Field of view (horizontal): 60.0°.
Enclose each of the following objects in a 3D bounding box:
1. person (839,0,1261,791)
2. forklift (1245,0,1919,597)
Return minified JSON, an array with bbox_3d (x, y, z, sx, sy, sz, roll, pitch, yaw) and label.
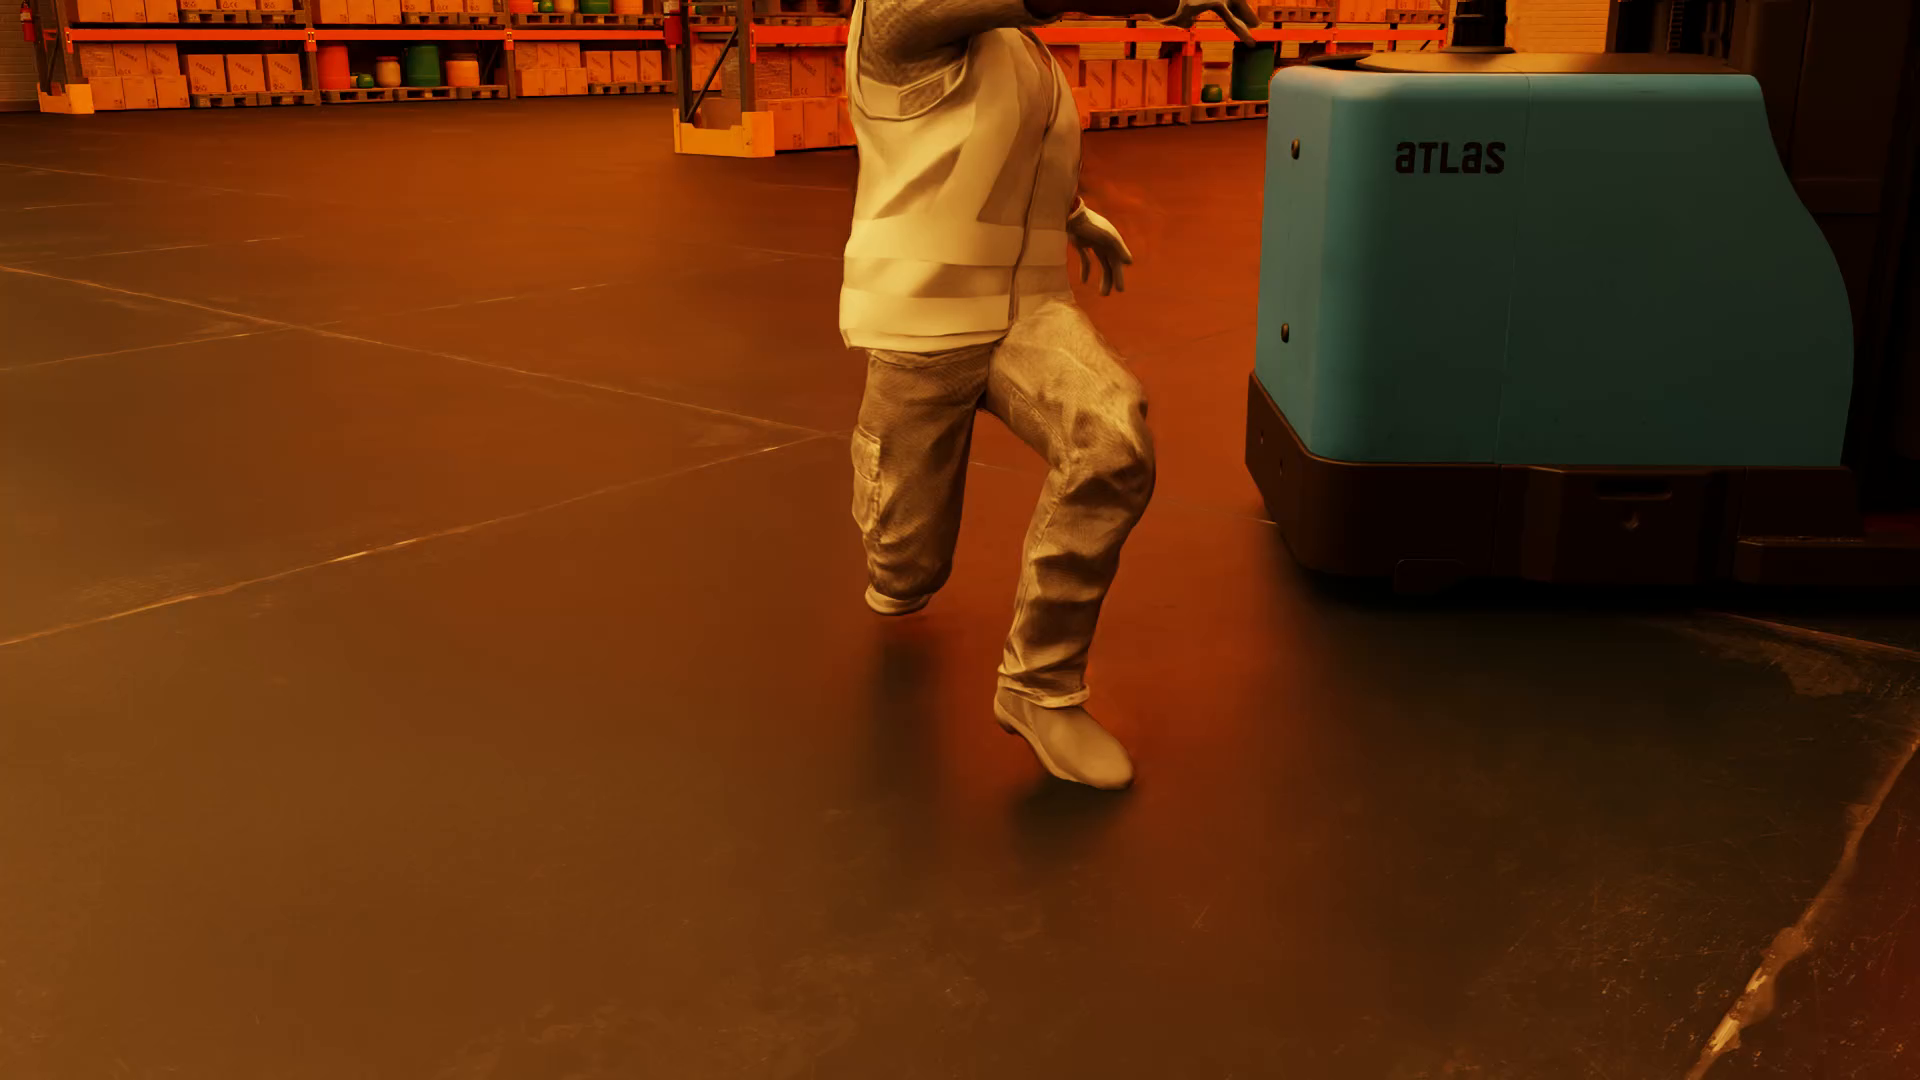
[{"bbox_3d":[0.174,-0.461,2.931,0.843,1.513,0.993,-10,20,-31],"label":"person"},{"bbox_3d":[2.246,-1.396,3.495,3.031,2.935,1.130,1,17,2],"label":"forklift"}]
